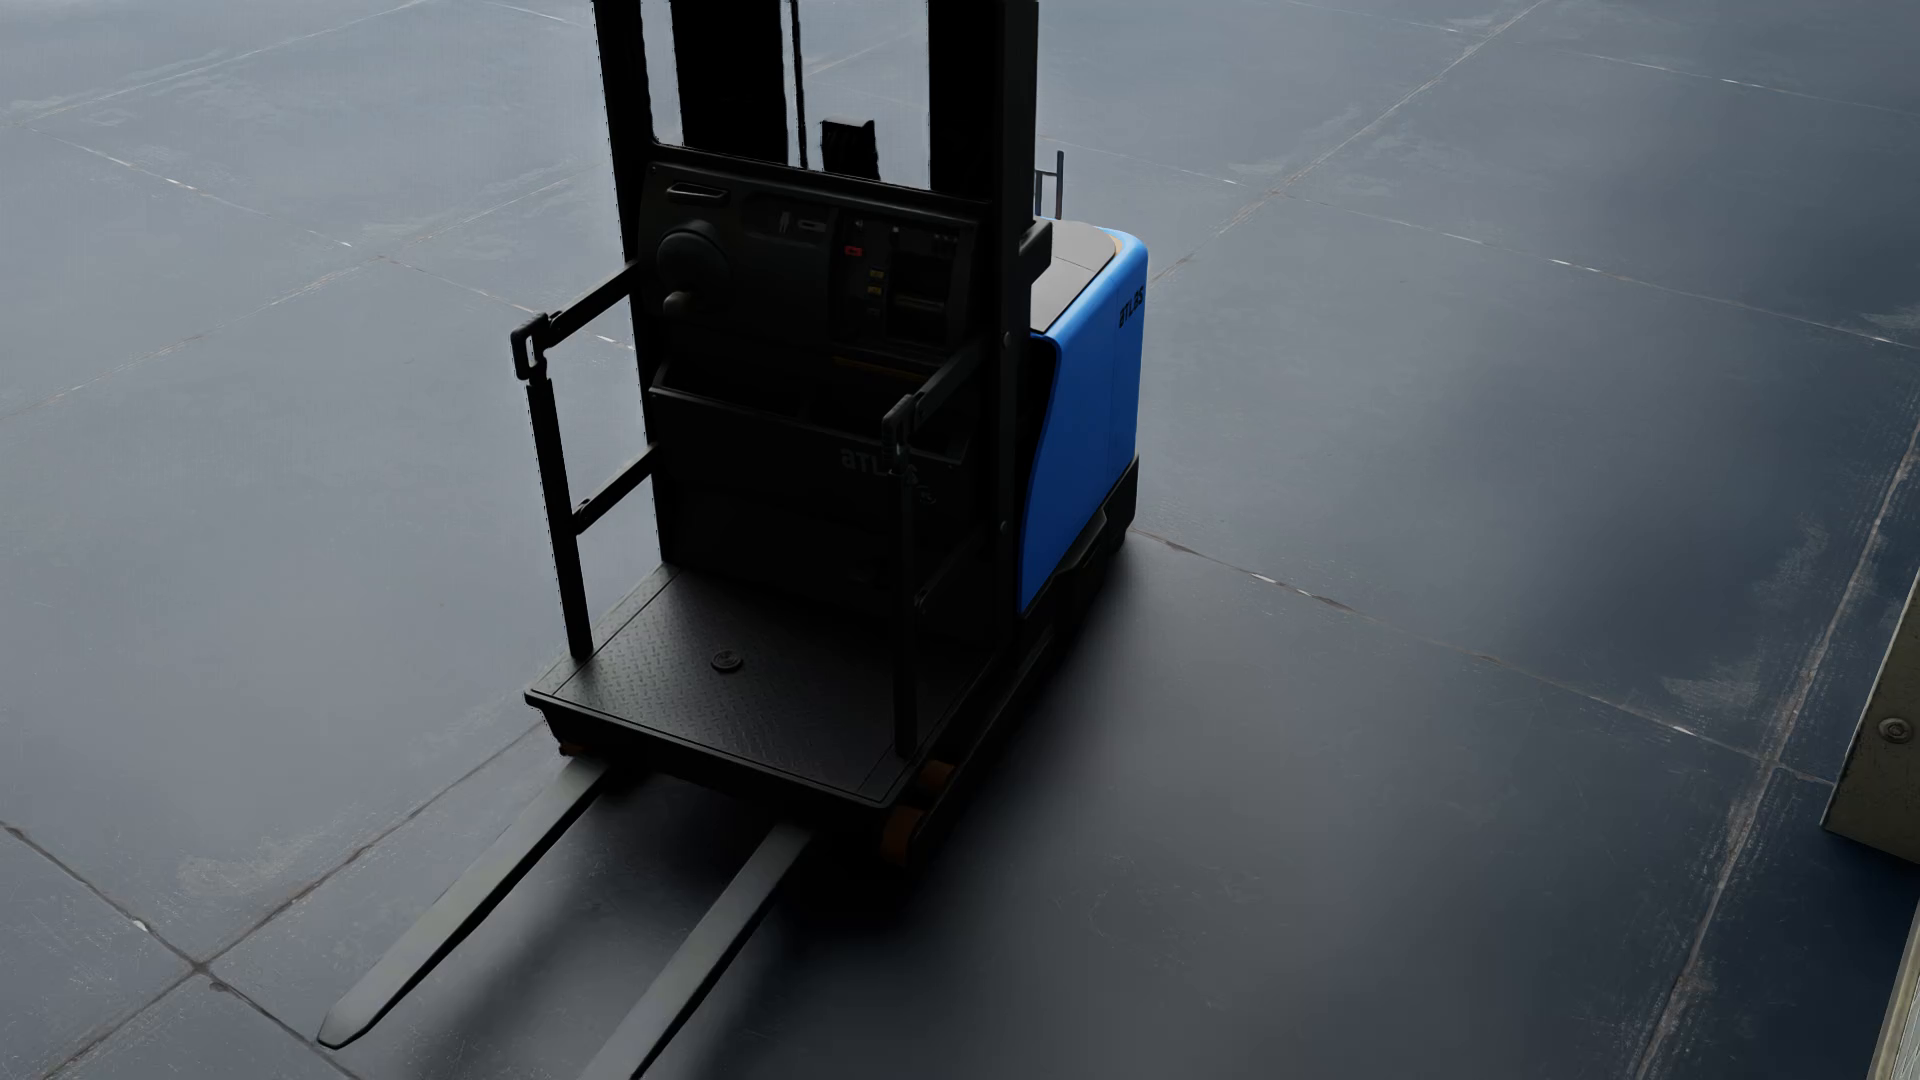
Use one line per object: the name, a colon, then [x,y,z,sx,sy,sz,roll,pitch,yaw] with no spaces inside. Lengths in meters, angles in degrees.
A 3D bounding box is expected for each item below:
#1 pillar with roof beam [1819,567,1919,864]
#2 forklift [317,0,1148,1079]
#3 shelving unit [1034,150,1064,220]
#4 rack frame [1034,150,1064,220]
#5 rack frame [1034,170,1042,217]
pillar with roof beam: [-0.971,-4.370,4.079,9.100,9.000,0.400,21,39,28]
forklift: [-0.477,-0.630,3.965,1.130,2.935,3.031,14,37,20]
shelving unit: [0.187,-0.736,5.667,0.258,1.200,0.189,14,37,20]
rack frame: [0.225,-0.782,5.736,0.240,1.200,0.006,14,37,20]
rack frame: [0.149,-0.689,5.598,0.240,1.200,0.006,14,37,20]
